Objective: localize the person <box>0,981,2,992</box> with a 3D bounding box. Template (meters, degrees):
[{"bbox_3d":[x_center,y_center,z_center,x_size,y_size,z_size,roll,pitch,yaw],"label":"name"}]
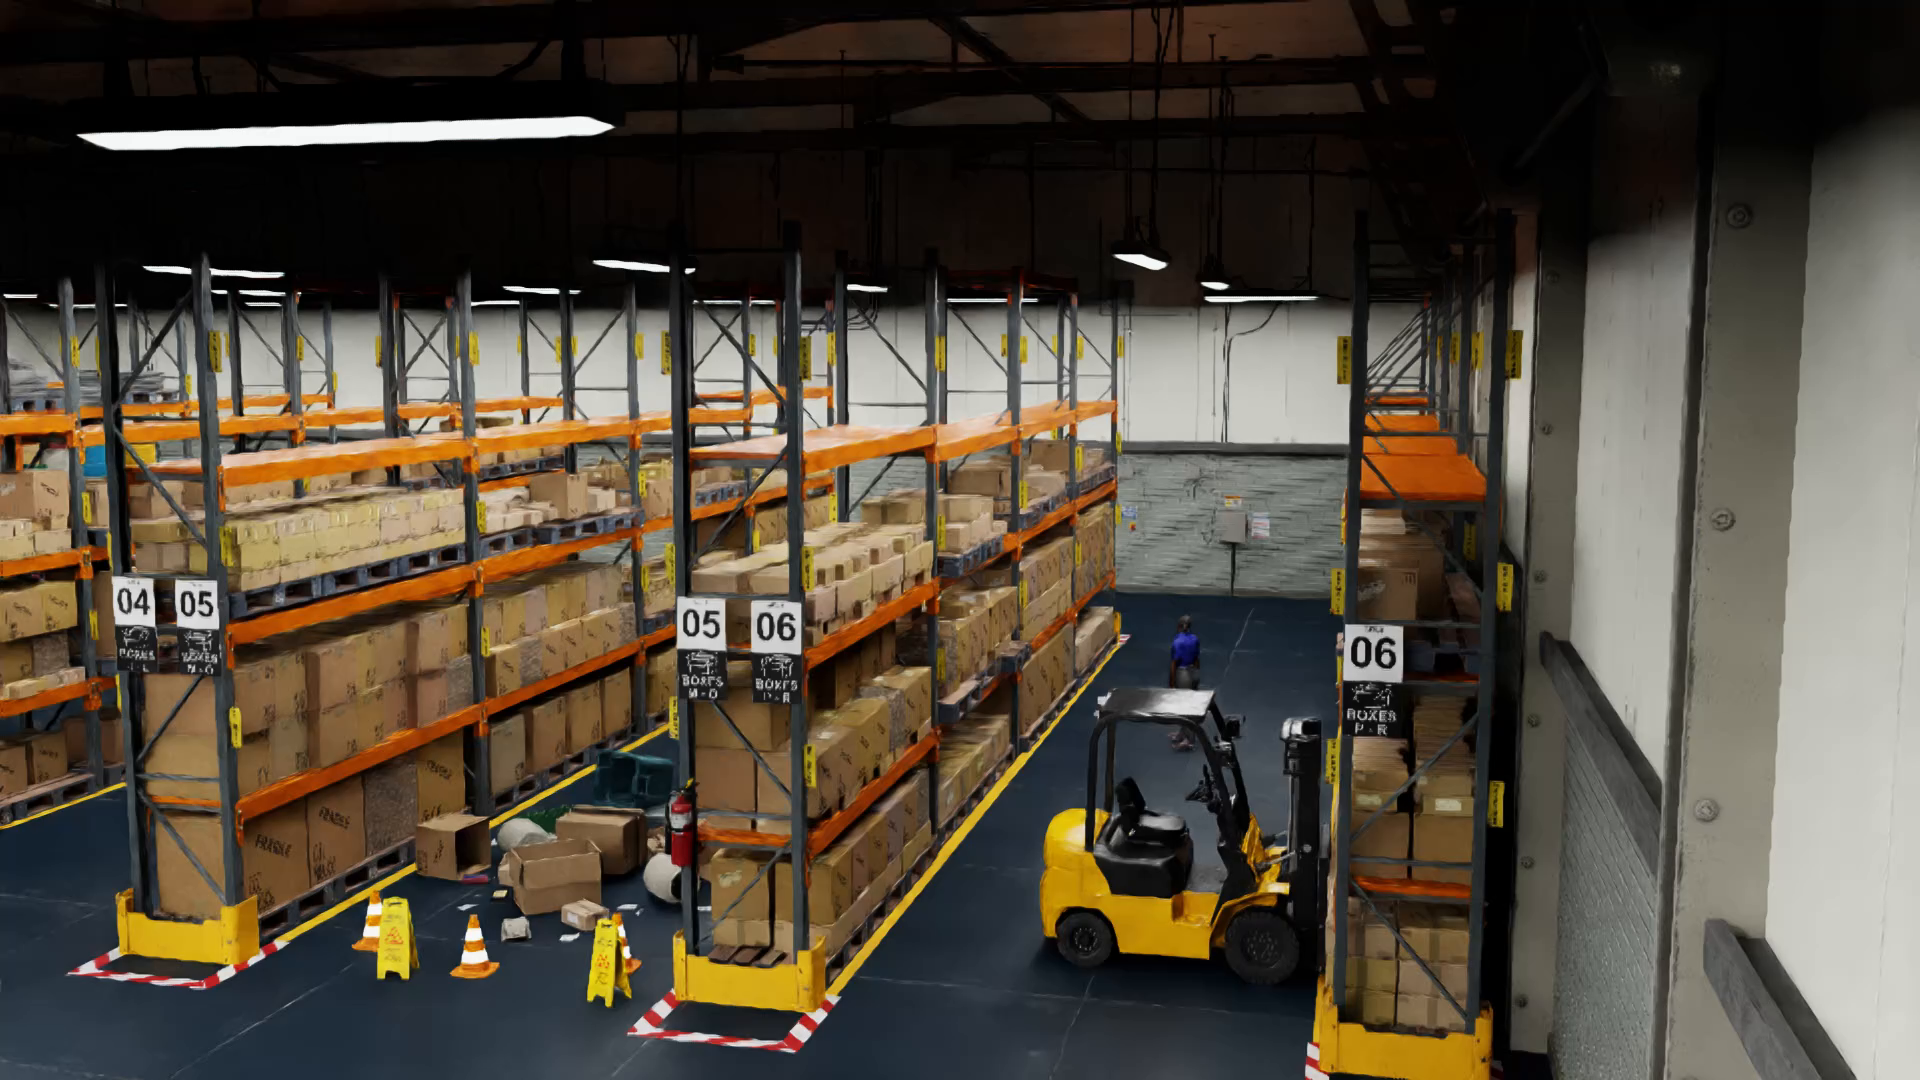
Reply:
[{"bbox_3d":[-7.840,2.713,13.014,0.553,1.781,0.646,-2,7,-16],"label":"person"}]

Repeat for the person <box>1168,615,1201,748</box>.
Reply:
[{"bbox_3d":[2.825,1.767,21.092,0.551,1.653,0.573,6,9,41],"label":"person"}]
